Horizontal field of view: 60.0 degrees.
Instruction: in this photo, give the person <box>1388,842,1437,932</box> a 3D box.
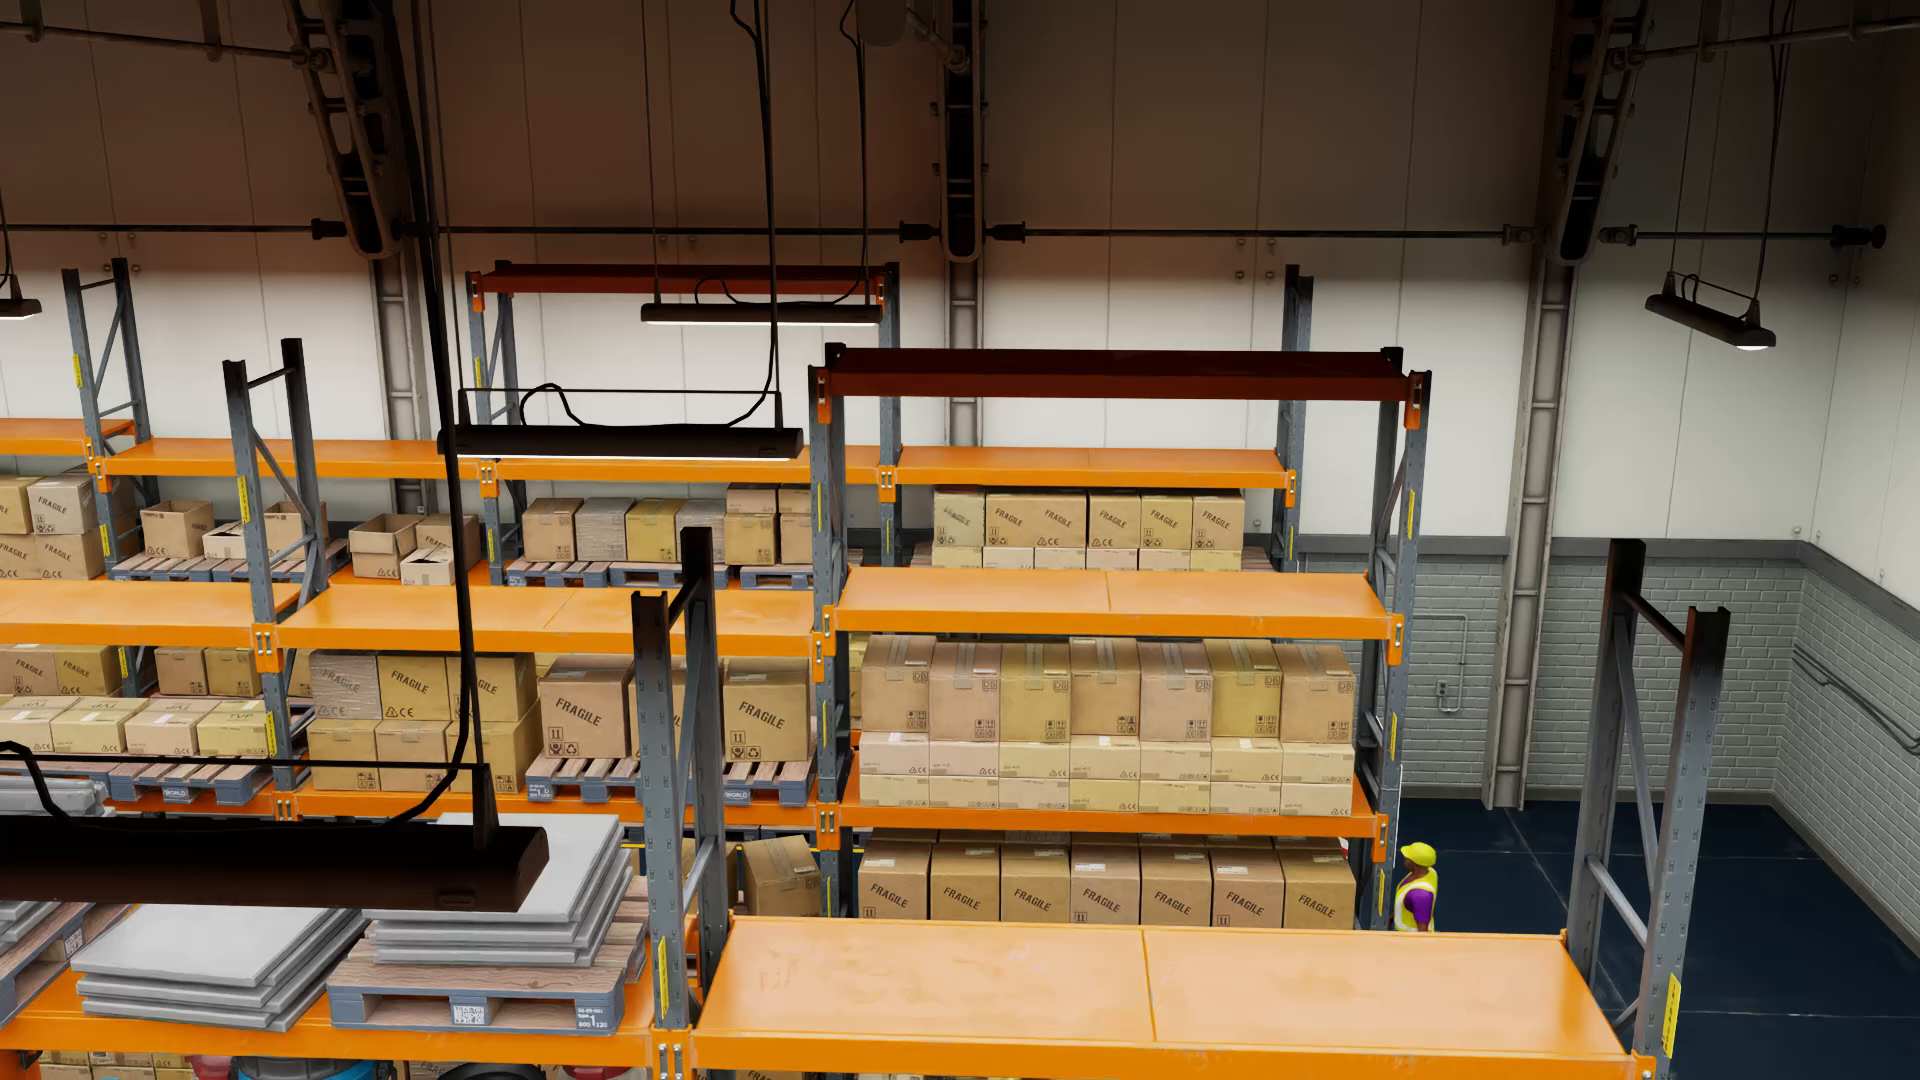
[{"bbox_3d":[3.797,3.324,14.068,1.091,1.715,0.637,6,17,21],"label":"person"}]
